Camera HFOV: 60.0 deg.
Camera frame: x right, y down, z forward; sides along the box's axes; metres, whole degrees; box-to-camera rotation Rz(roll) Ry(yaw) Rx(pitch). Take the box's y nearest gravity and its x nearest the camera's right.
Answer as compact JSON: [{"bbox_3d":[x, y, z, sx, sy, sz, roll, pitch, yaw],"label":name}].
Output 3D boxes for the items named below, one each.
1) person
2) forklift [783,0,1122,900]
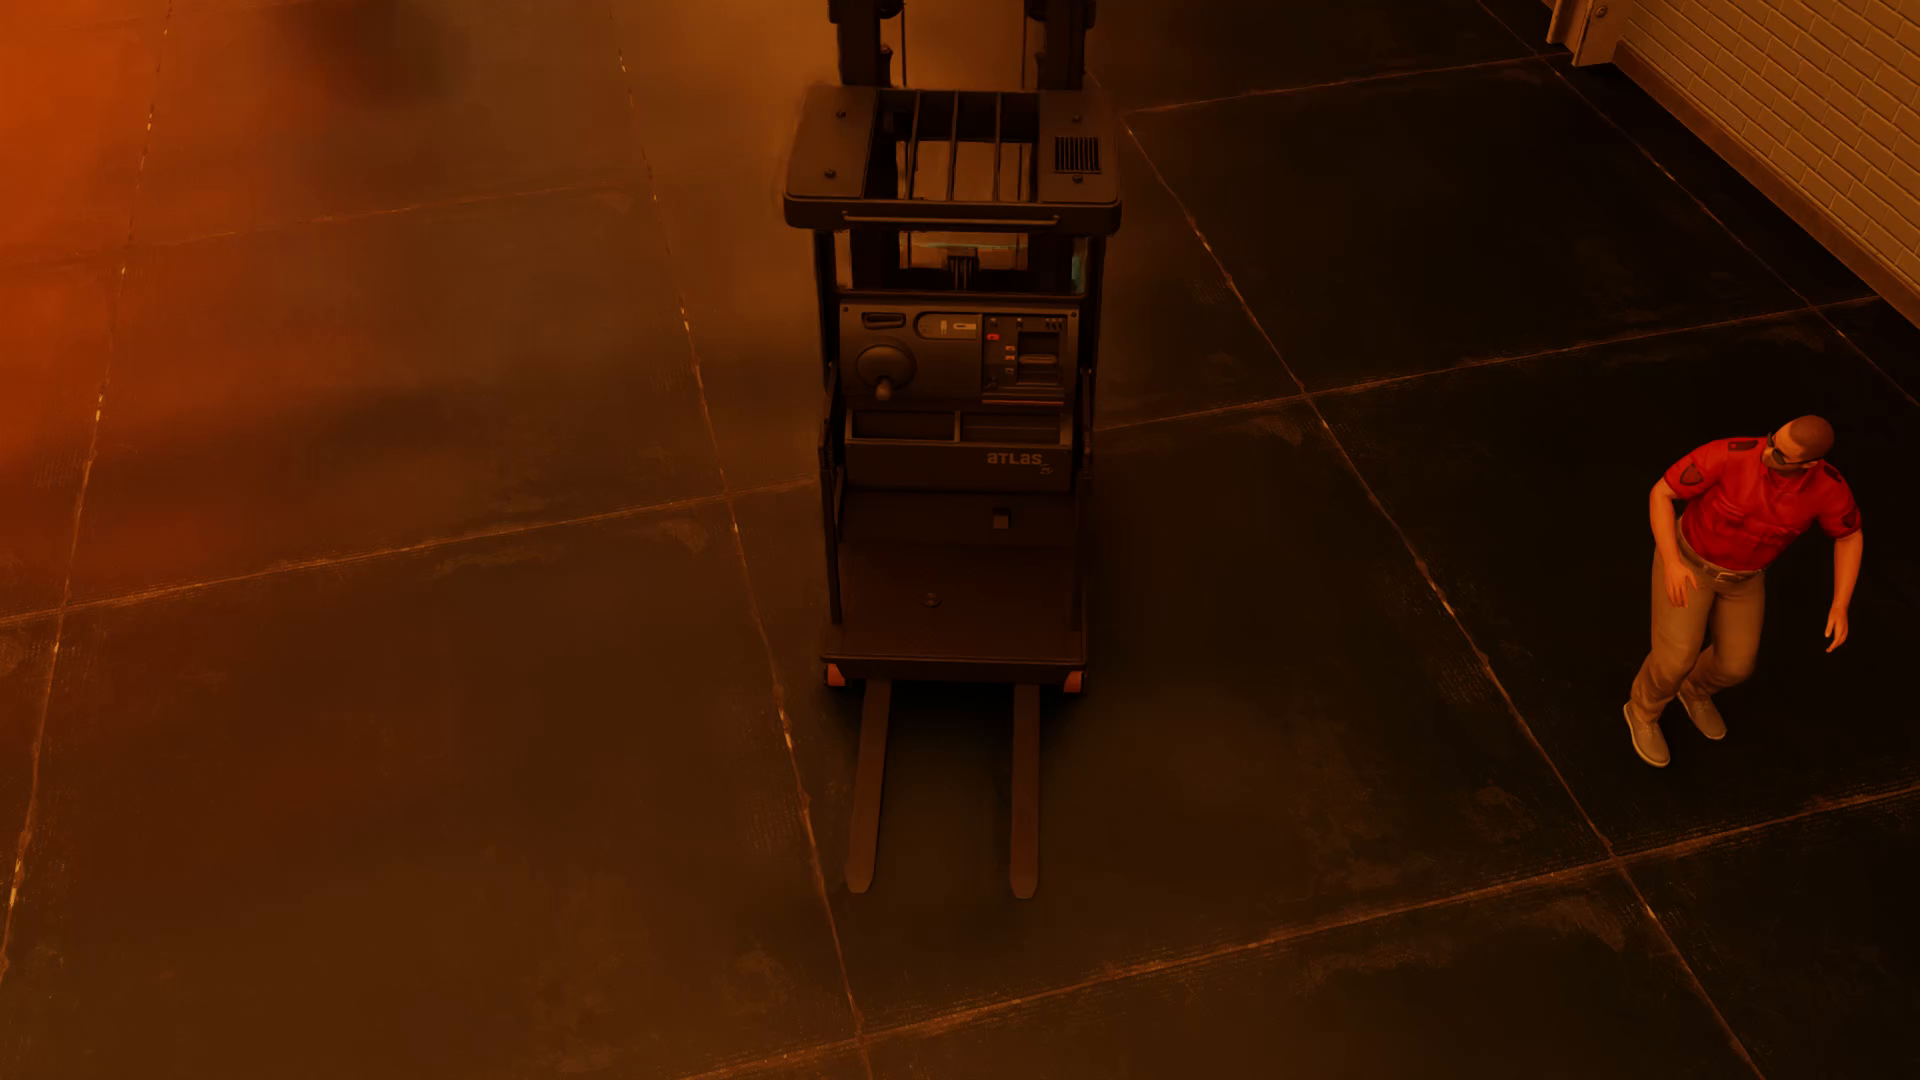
[{"bbox_3d":[2.980,0.186,6.392,0.775,1.680,0.572,3,43,4],"label":"person"},{"bbox_3d":[-0.010,-0.642,6.324,1.130,2.935,3.031,2,43,2],"label":"forklift"}]
